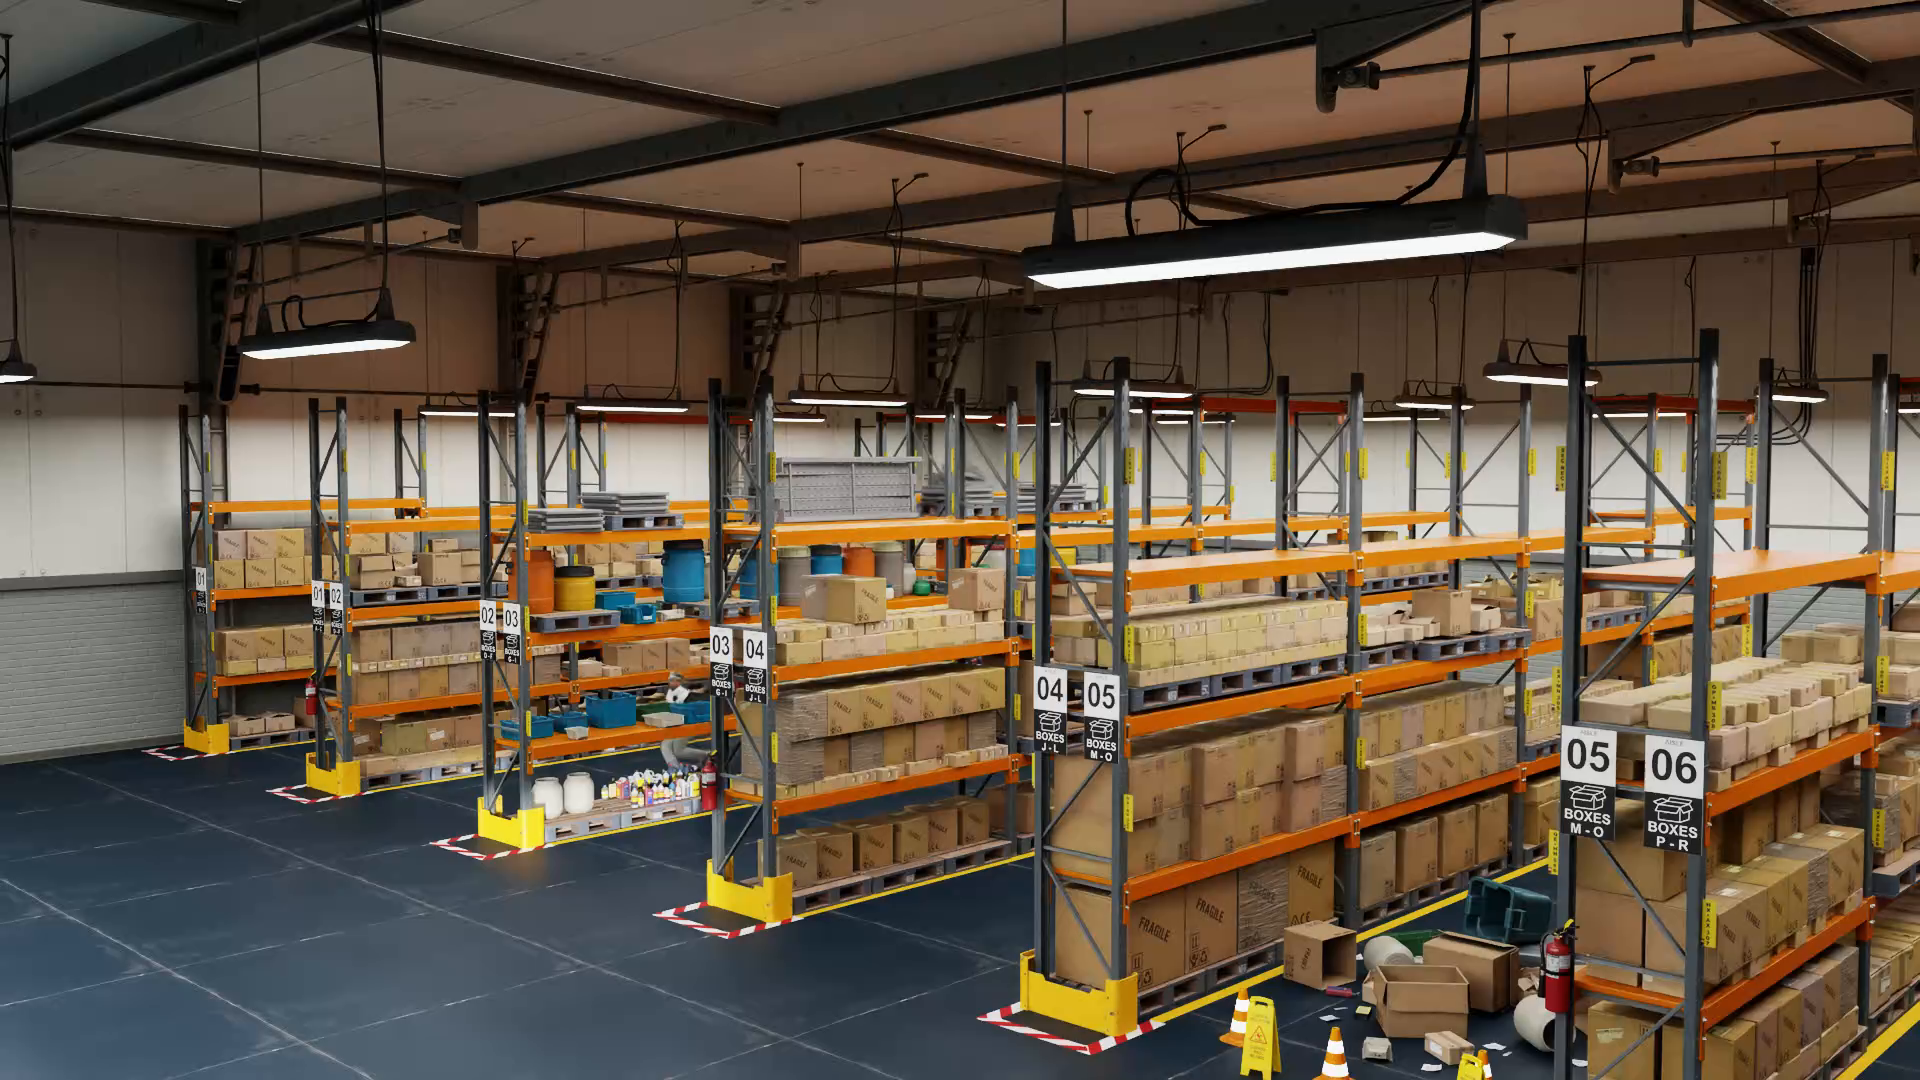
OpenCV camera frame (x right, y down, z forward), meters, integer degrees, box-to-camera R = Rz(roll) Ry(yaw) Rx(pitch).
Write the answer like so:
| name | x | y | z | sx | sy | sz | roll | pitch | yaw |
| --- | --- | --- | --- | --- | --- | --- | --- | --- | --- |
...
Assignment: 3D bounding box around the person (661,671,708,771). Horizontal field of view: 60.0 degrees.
| name | x | y | z | sx | sy | sz | roll | pitch | yaw |
| --- | --- | --- | --- | --- | --- | --- | --- | --- | --- |
| person | -4.401 | 2.921 | 26.328 | 0.771 | 1.745 | 0.646 | -3 | 4 | -44 |
